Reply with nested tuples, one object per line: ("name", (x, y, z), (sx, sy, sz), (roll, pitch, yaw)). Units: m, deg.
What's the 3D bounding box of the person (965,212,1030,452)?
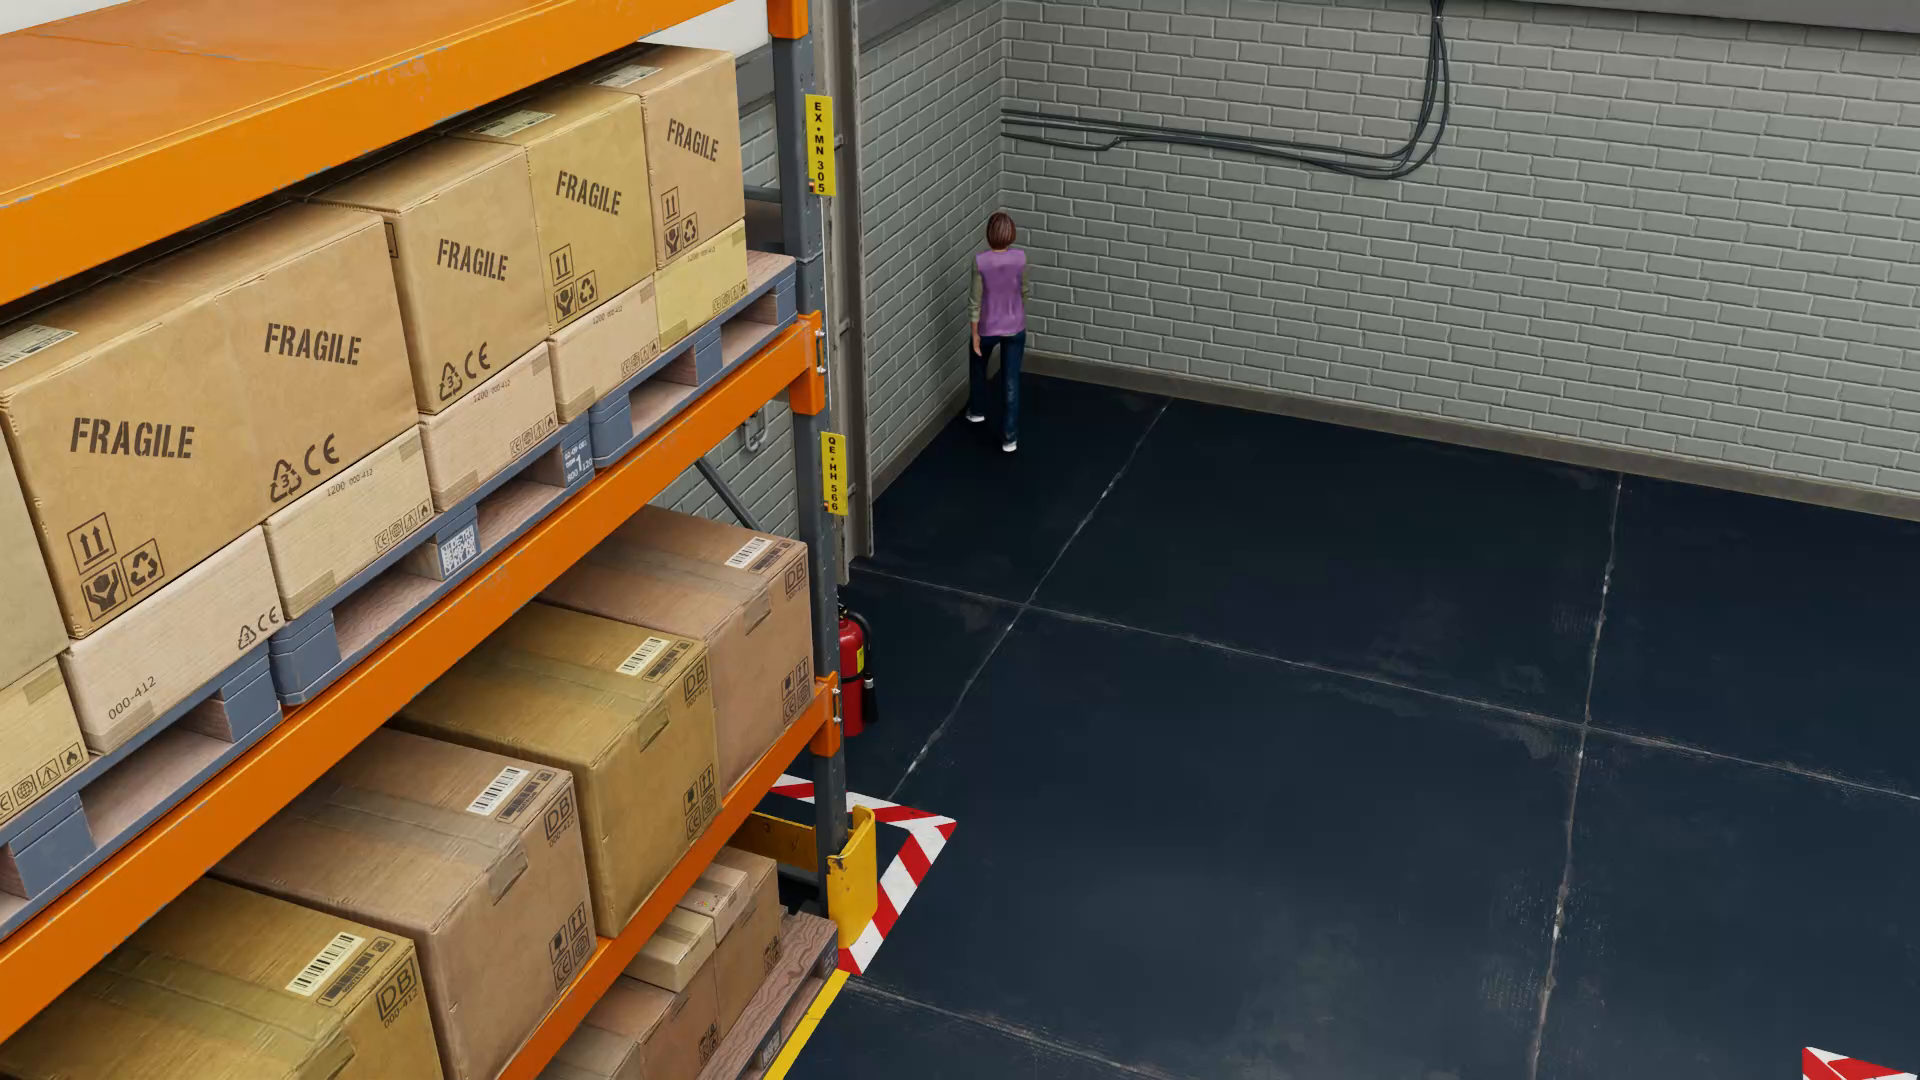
("person", (0.236, -1.404, 10.807), (0.419, 1.592, 0.709), (-3, 30, -6))
